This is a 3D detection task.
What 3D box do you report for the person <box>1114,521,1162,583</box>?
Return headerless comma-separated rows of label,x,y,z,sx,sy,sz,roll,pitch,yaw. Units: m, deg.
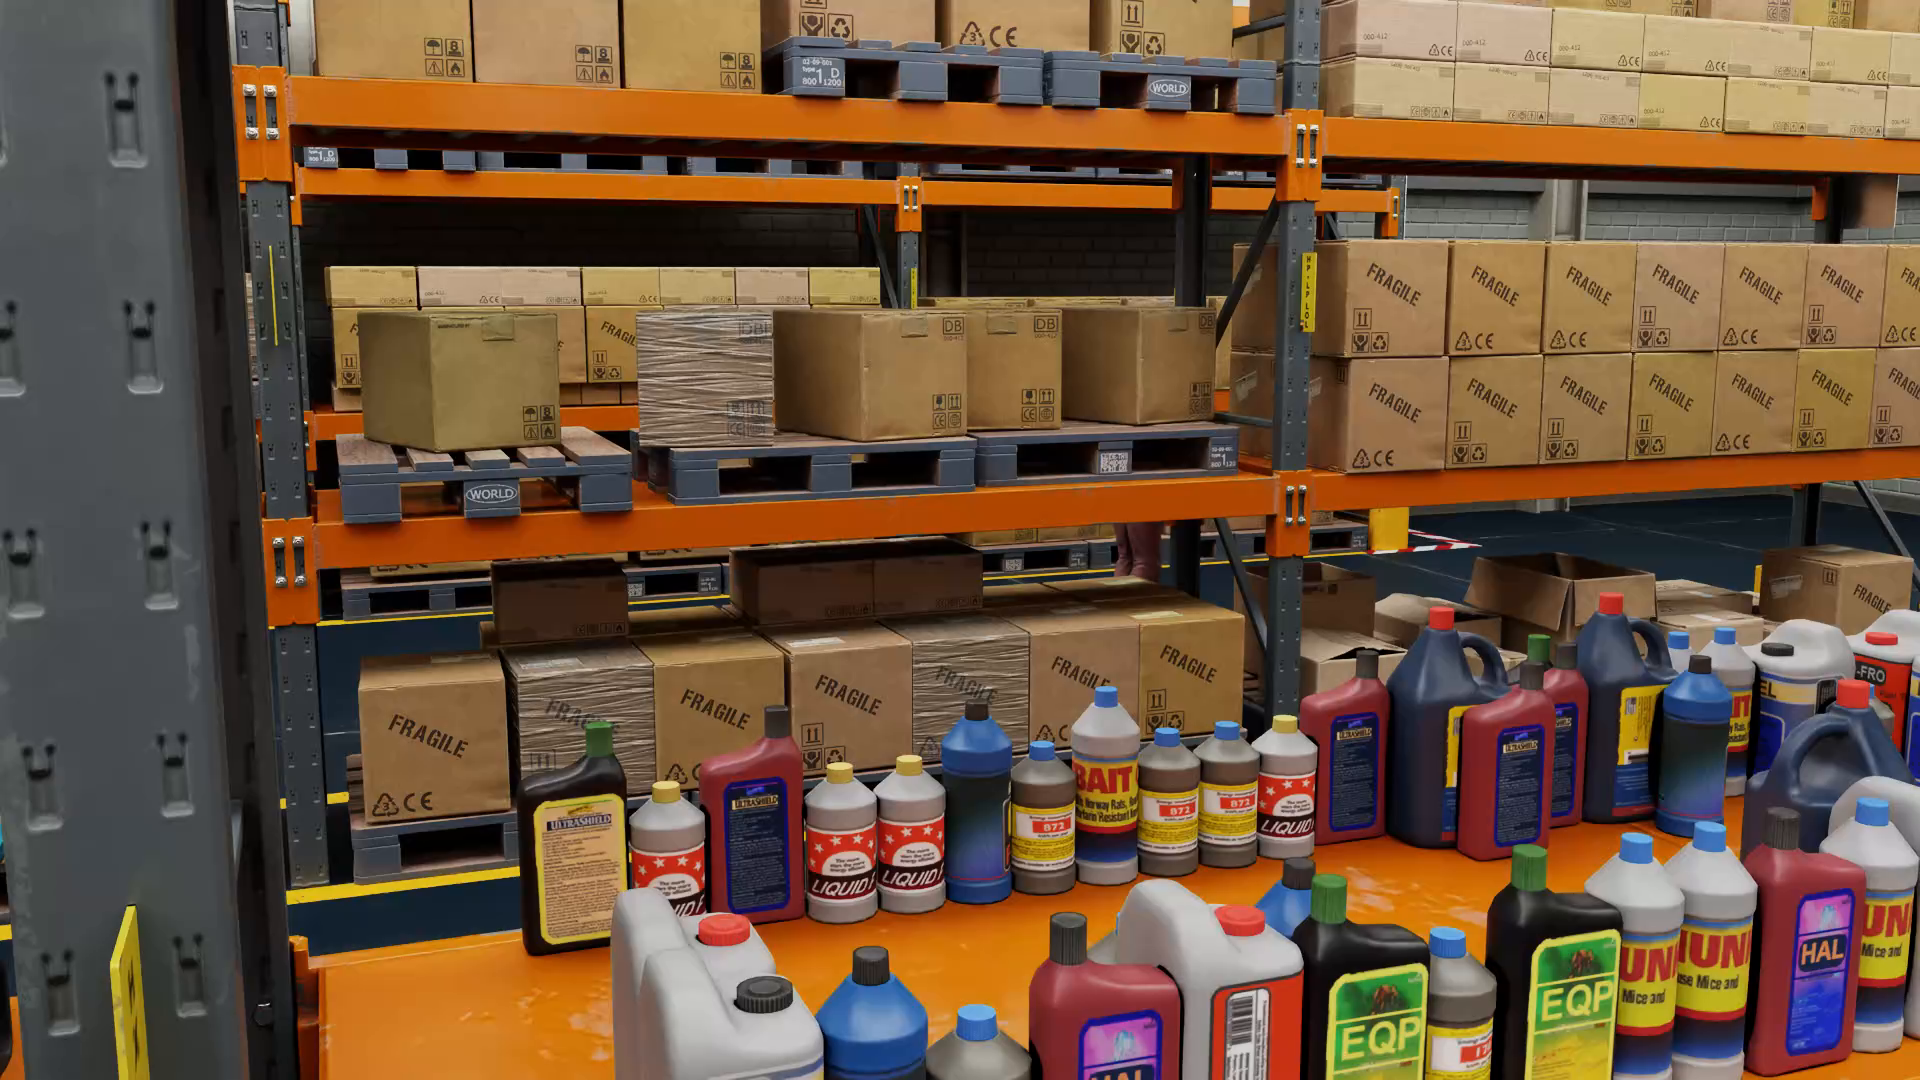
person,1.096,-0.223,9.819,0.549,1.665,0.426,-3,10,-20
